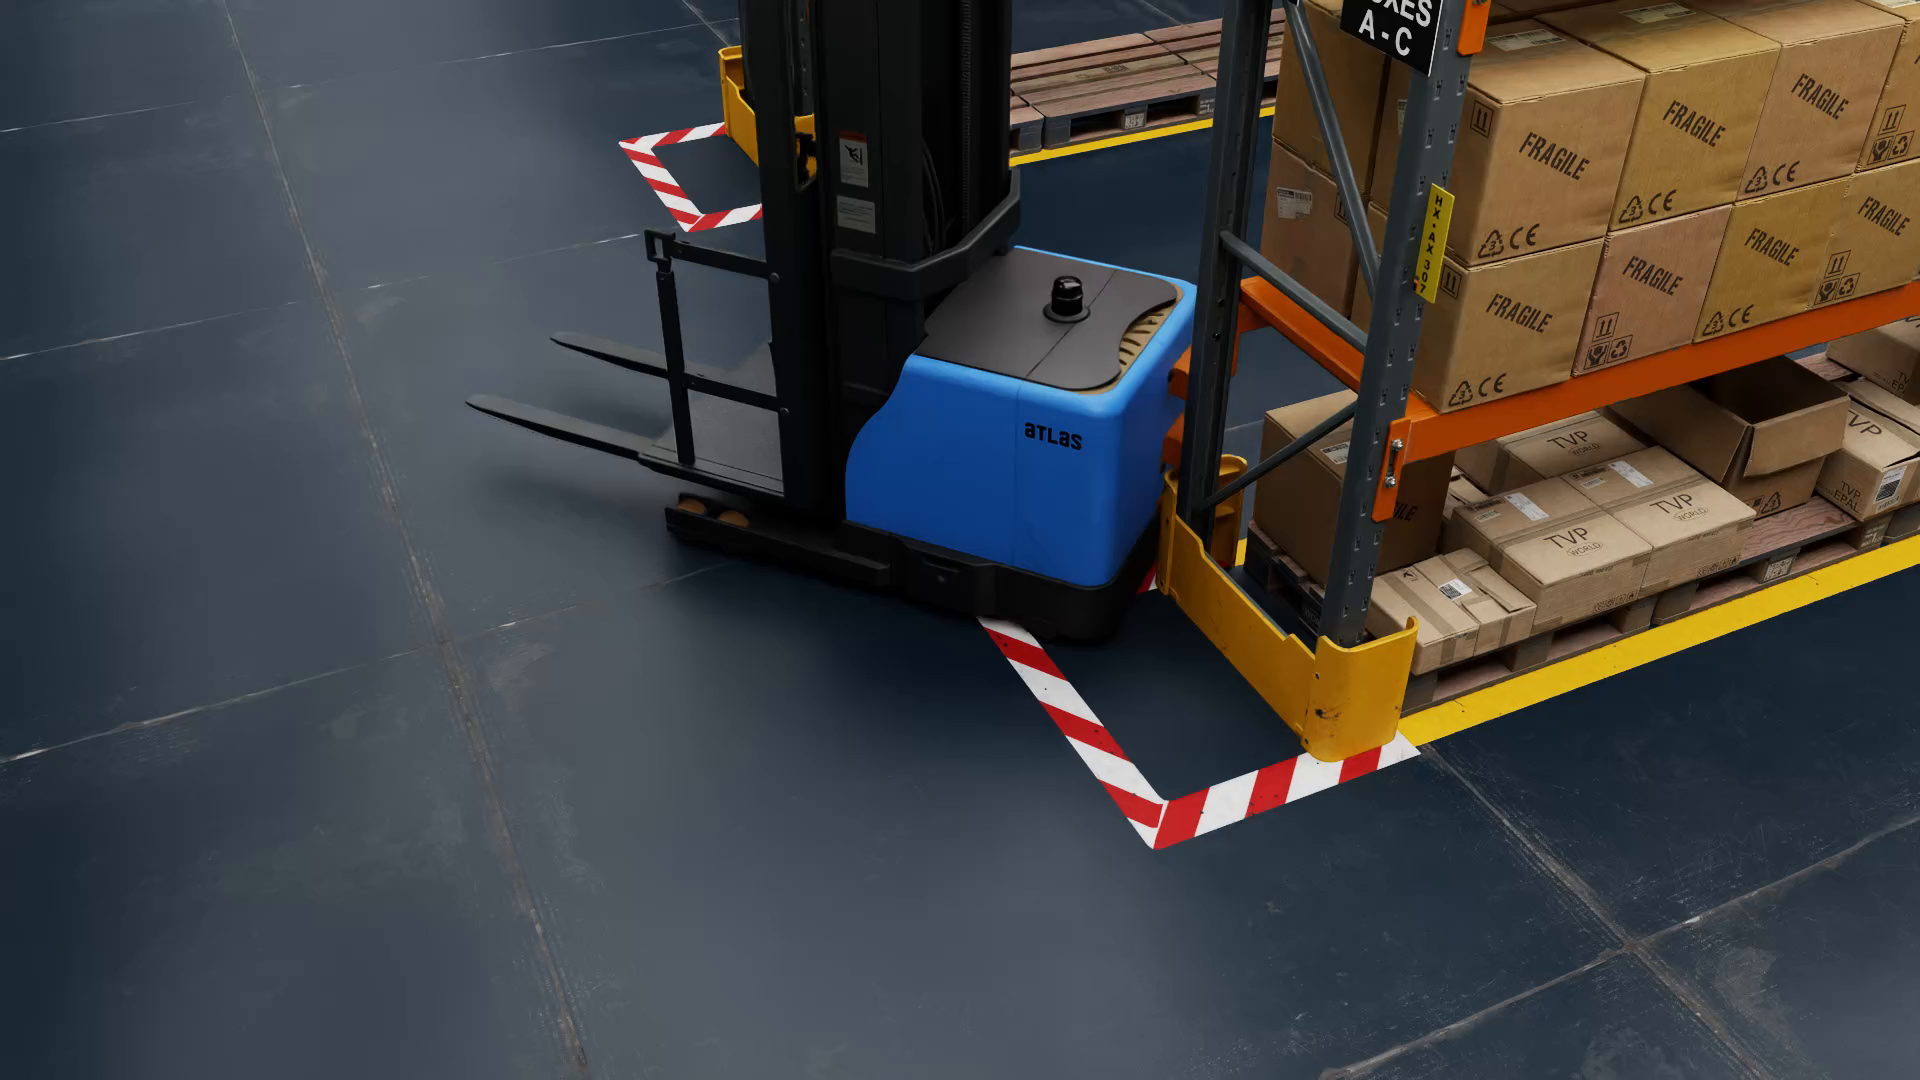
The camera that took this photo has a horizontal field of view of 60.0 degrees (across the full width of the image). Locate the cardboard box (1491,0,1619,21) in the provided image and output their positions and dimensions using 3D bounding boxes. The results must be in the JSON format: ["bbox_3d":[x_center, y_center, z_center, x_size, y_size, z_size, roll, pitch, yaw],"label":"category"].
[{"bbox_3d":[1.822,-1.597,5.461,0.500,0.500,0.500,-15,39,-19],"label":"cardboard box"}]

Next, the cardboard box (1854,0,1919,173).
[{"bbox_3d":[2.977,-1.567,5.421,0.500,0.500,0.500,-16,39,-20],"label":"cardboard box"}]

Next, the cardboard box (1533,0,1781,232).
[{"bbox_3d":[2.062,-1.314,5.080,0.500,0.500,0.500,-15,39,-19],"label":"cardboard box"}]

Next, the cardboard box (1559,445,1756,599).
[{"bbox_3d":[2.597,-0.076,6.273,0.500,0.250,0.500,-16,39,-20],"label":"cardboard box"}]

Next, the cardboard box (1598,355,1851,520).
[{"bbox_3d":[3.001,-0.474,6.597,0.637,0.503,0.797,-16,39,-20],"label":"cardboard box"}]

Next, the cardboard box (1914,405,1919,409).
[{"bbox_3d":[3.991,-0.385,6.775,0.250,0.149,0.380,-16,39,-20],"label":"cardboard box"}]

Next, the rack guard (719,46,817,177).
[{"bbox_3d":[-1.039,-2.421,9.594,0.348,0.500,1.175,-16,39,-20],"label":"rack guard"}]

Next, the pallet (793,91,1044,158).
[{"bbox_3d":[-0.259,-2.506,9.951,1.213,0.211,1.003,-16,39,-20],"label":"pallet"}]

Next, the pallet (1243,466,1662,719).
[{"bbox_3d":[1.869,0.133,6.394,1.213,0.211,1.003,-16,39,-20],"label":"pallet"}]

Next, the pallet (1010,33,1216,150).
[{"bbox_3d":[0.843,-2.812,10.364,1.213,0.211,1.003,-16,39,-20],"label":"pallet"}]

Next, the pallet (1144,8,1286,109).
[{"bbox_3d":[1.949,-3.123,10.784,1.213,0.211,1.003,-16,39,-20],"label":"pallet"}]

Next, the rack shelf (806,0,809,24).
[{"bbox_3d":[0.788,-3.655,9.764,4.000,0.370,1.077,-16,39,-20],"label":"rack shelf"}]

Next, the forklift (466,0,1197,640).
[{"bbox_3d":[-0.626,-1.395,6.170,3.031,2.935,1.130,16,39,20],"label":"forklift"}]

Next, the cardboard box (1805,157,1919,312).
[{"bbox_3d":[2.966,-1.160,5.713,0.500,0.500,0.500,-15,39,-19],"label":"cardboard box"}]

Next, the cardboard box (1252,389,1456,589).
[{"bbox_3d":[1.466,-0.209,6.242,0.500,0.500,0.500,-16,39,-20],"label":"cardboard box"}]

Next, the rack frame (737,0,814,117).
[{"bbox_3d":[-1.023,-3.438,8.867,0.127,3.000,1.000,-16,39,-20],"label":"rack frame"}]

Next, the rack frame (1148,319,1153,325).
[{"bbox_3d":[0.706,-0.411,6.390,0.008,1.050,0.200,27,41,27],"label":"rack frame"}]

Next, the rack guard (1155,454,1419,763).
[{"bbox_3d":[1.148,0.219,6.035,0.348,0.500,1.175,-16,39,-20],"label":"rack guard"}]

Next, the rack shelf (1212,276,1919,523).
[{"bbox_3d":[2.889,-0.983,6.161,4.000,0.370,1.077,-16,39,-20],"label":"rack shelf"}]

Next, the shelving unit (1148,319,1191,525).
[{"bbox_3d":[0.802,-0.361,6.334,0.252,1.050,0.215,27,41,27],"label":"shelving unit"}]

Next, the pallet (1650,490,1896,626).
[{"bbox_3d":[2.972,-0.173,6.807,1.213,0.211,1.003,-16,39,-20],"label":"pallet"}]

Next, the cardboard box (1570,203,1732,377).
[{"bbox_3d":[2.057,-0.909,5.374,0.500,0.500,0.500,-16,39,-20],"label":"cardboard box"}]

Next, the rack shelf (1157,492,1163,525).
[{"bbox_3d":[0.779,-0.127,6.501,0.240,0.259,0.215,27,41,27],"label":"rack shelf"}]

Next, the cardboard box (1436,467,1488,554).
[{"bbox_3d":[1.871,-0.129,6.415,0.250,0.166,0.380,-16,39,-20],"label":"cardboard box"}]

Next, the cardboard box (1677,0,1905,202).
[{"bbox_3d":[2.517,-1.438,5.247,0.500,0.500,0.500,-15,39,-19],"label":"cardboard box"}]

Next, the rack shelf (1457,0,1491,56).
[{"bbox_3d":[2.889,-2.188,5.267,4.000,0.370,1.077,-16,39,-20],"label":"rack shelf"}]

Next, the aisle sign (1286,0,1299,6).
[{"bbox_3d":[0.887,-1.958,4.689,0.004,0.787,0.394,-16,39,-20],"label":"aisle sign"}]

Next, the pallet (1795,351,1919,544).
[{"bbox_3d":[4.078,-0.485,7.226,1.213,0.211,1.003,-16,39,-20],"label":"pallet"}]

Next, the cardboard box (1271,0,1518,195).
[{"bbox_3d":[1.365,-1.468,5.288,0.500,0.500,0.500,-16,39,-20],"label":"cardboard box"}]

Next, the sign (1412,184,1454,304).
[{"bbox_3d":[1.309,-0.821,4.612,0.005,0.325,0.100,-16,39,-20],"label":"sign"}]

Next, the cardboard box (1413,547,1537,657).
[{"bbox_3d":[1.830,0.212,5.956,0.250,0.166,0.380,-16,39,-20],"label":"cardboard box"}]

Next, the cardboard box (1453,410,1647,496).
[{"bbox_3d":[2.339,-0.333,6.619,0.500,0.250,0.500,-16,39,-20],"label":"cardboard box"}]

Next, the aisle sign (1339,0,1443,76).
[{"bbox_3d":[1.142,-1.634,4.253,0.004,0.787,0.394,-16,39,-20],"label":"aisle sign"}]

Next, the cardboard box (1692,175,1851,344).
[{"bbox_3d":[2.513,-1.035,5.543,0.500,0.500,0.500,-16,39,-20],"label":"cardboard box"}]

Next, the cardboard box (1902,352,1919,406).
[{"bbox_3d":[4.304,-0.654,6.842,0.500,0.500,0.500,-16,39,-20],"label":"cardboard box"}]

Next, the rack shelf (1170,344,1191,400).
[{"bbox_3d":[0.824,-0.583,6.176,0.240,0.259,0.215,27,41,27],"label":"rack shelf"}]

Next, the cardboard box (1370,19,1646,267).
[{"bbox_3d":[1.592,-1.177,4.896,0.500,0.500,0.500,-14,39,-19],"label":"cardboard box"}]

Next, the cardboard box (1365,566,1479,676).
[{"bbox_3d":[1.604,0.282,5.875,0.250,0.149,0.380,-16,39,-20],"label":"cardboard box"}]

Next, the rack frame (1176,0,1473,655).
[{"bbox_3d":[1.079,-0.766,5.264,0.127,3.000,1.000,-16,39,-20],"label":"rack frame"}]

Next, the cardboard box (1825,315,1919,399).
[{"bbox_3d":[4.228,-0.885,7.313,0.500,0.311,0.500,-16,39,-20],"label":"cardboard box"}]

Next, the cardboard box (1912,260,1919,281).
[{"bbox_3d":[3.426,-1.291,5.888,0.500,0.500,0.500,-15,39,-19],"label":"cardboard box"}]

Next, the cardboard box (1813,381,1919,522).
[{"bbox_3d":[3.626,-0.388,6.643,0.500,0.311,0.500,-16,39,-20],"label":"cardboard box"}]

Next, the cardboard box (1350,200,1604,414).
[{"bbox_3d":[1.592,-0.776,5.194,0.500,0.500,0.500,-15,39,-19],"label":"cardboard box"}]

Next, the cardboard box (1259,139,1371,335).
[{"bbox_3d":[1.369,-1.066,5.585,0.500,0.500,0.500,-14,39,-19],"label":"cardboard box"}]

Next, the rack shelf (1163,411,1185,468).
[{"bbox_3d":[0.801,-0.353,6.340,0.240,0.259,0.215,27,41,27],"label":"rack shelf"}]

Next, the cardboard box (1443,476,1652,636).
[{"bbox_3d":[2.144,0.051,6.102,0.500,0.250,0.500,-16,39,-20],"label":"cardboard box"}]
